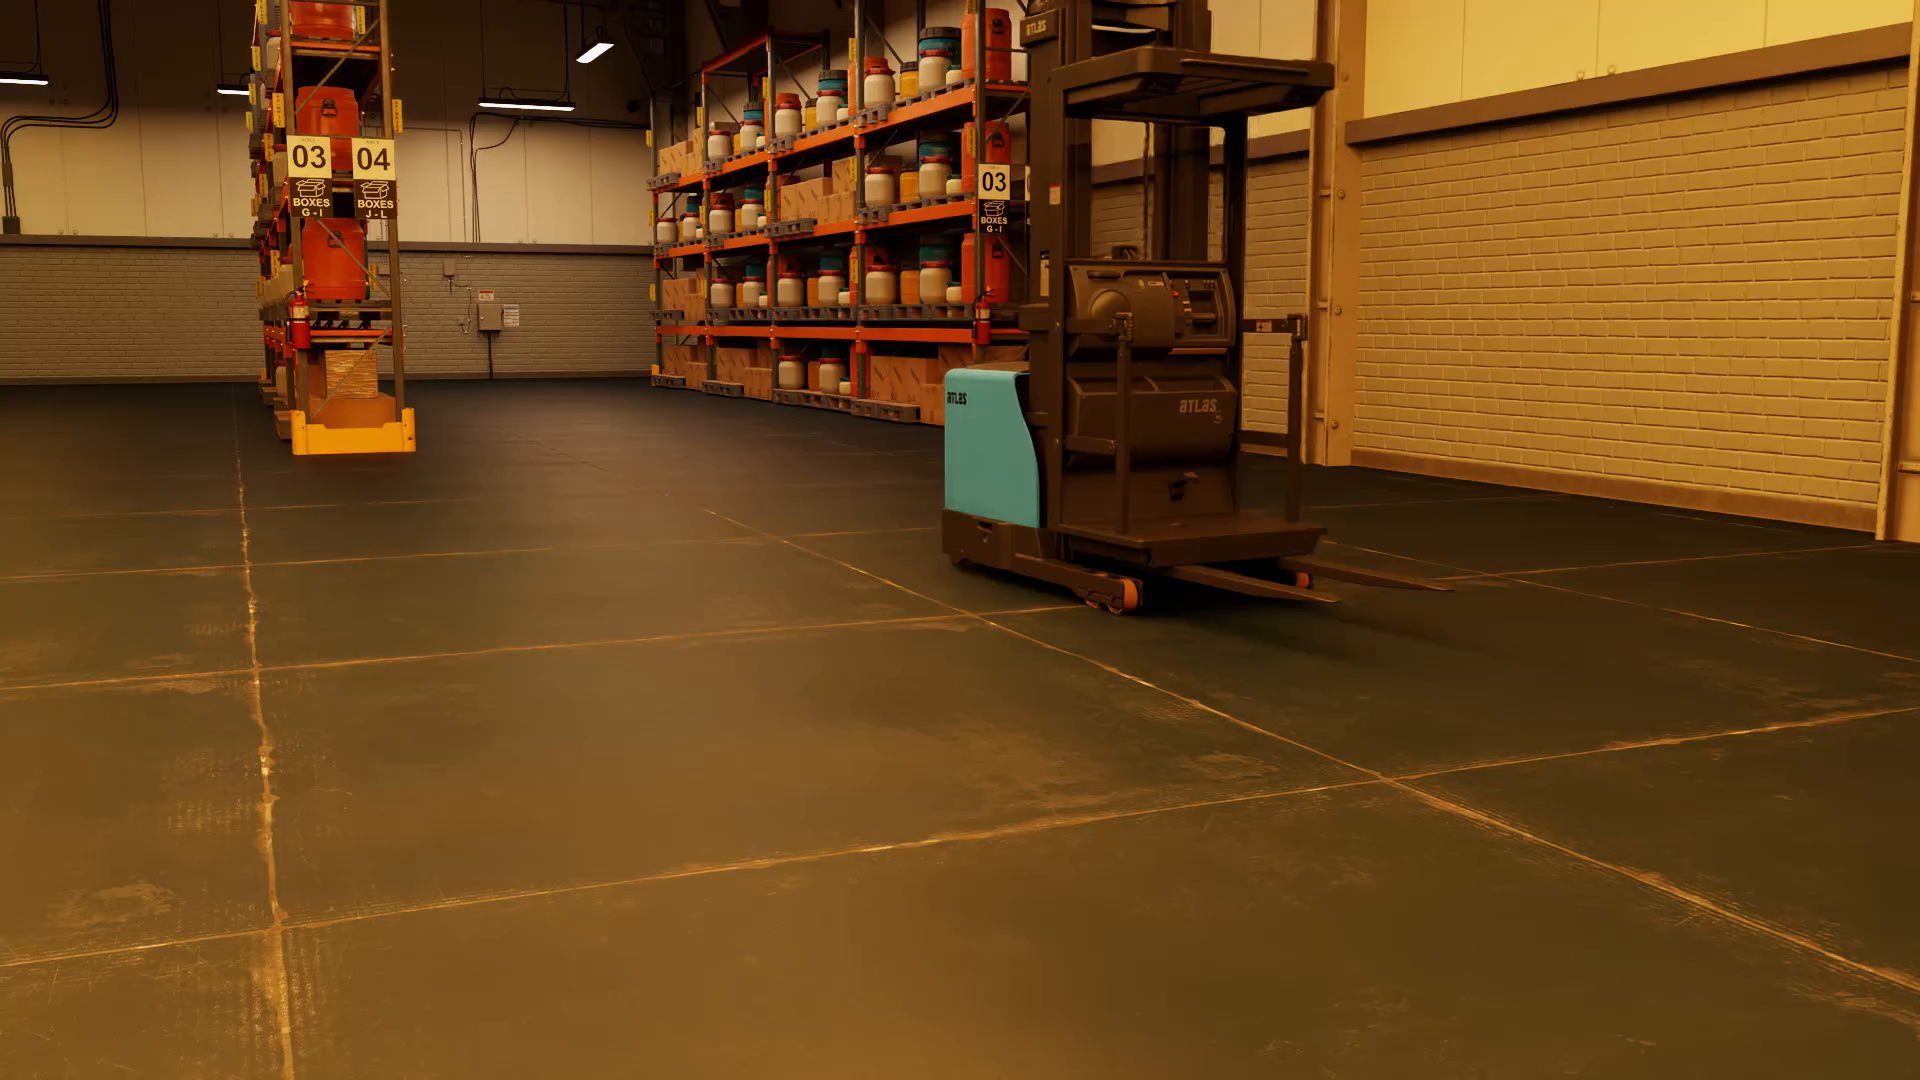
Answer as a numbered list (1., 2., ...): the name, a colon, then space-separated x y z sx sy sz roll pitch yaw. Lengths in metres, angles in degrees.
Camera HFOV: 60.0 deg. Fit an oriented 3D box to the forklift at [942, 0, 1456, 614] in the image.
1. forklift: 1.045 -1.181 7.899 1.130 2.935 3.031 -4 9 -28
